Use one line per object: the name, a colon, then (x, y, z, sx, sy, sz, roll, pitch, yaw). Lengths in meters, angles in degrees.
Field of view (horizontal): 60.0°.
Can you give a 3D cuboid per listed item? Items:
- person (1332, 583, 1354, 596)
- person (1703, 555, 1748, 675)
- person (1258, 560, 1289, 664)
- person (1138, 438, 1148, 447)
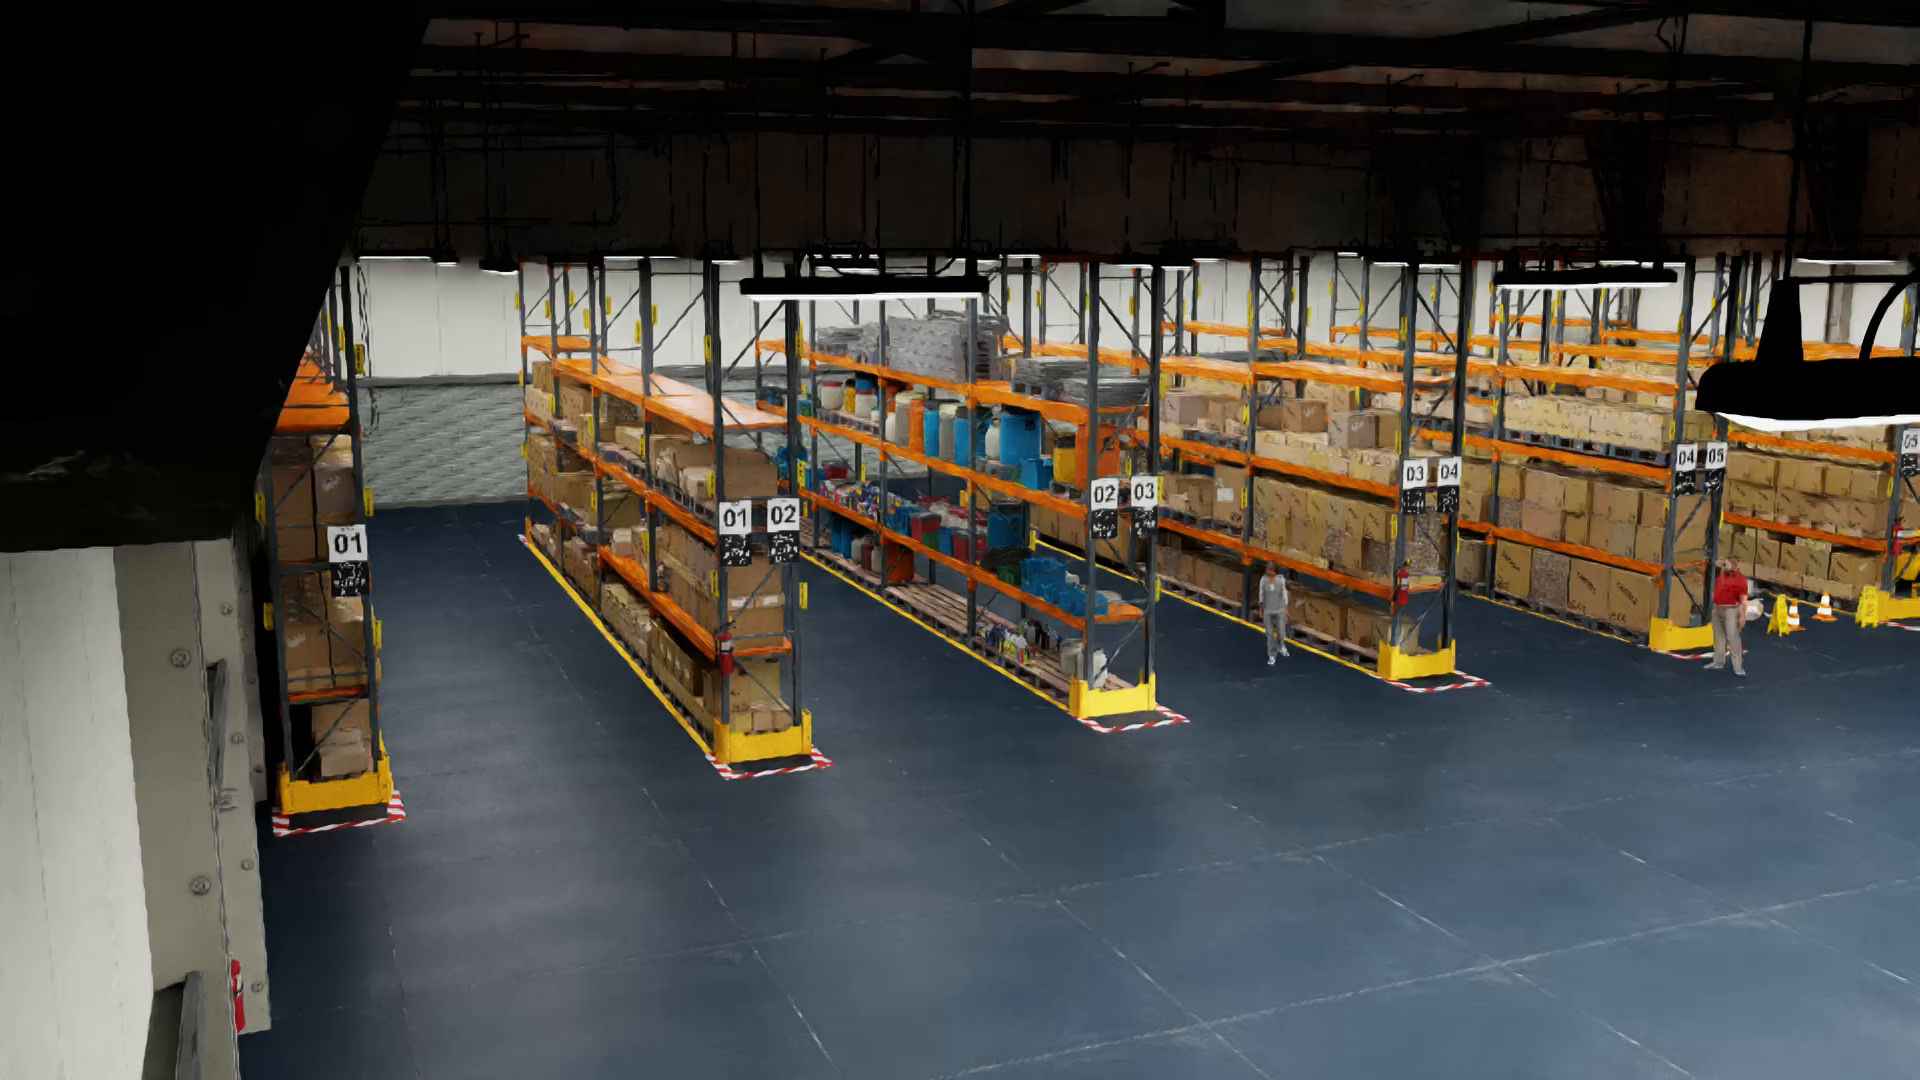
person: (6.587, 0.369, 28.308, 0.719, 1.714, 0.578, -5, 11, -25)
person: (11.250, 1.075, 24.311, 0.411, 1.725, 0.659, -3, 11, -18)
person: (4.694, 1.061, 24.826, 0.475, 1.588, 0.460, 3, 11, 17)
person: (4.871, -2.613, 45.018, 0.453, 1.534, 0.883, 0, 10, 0)
